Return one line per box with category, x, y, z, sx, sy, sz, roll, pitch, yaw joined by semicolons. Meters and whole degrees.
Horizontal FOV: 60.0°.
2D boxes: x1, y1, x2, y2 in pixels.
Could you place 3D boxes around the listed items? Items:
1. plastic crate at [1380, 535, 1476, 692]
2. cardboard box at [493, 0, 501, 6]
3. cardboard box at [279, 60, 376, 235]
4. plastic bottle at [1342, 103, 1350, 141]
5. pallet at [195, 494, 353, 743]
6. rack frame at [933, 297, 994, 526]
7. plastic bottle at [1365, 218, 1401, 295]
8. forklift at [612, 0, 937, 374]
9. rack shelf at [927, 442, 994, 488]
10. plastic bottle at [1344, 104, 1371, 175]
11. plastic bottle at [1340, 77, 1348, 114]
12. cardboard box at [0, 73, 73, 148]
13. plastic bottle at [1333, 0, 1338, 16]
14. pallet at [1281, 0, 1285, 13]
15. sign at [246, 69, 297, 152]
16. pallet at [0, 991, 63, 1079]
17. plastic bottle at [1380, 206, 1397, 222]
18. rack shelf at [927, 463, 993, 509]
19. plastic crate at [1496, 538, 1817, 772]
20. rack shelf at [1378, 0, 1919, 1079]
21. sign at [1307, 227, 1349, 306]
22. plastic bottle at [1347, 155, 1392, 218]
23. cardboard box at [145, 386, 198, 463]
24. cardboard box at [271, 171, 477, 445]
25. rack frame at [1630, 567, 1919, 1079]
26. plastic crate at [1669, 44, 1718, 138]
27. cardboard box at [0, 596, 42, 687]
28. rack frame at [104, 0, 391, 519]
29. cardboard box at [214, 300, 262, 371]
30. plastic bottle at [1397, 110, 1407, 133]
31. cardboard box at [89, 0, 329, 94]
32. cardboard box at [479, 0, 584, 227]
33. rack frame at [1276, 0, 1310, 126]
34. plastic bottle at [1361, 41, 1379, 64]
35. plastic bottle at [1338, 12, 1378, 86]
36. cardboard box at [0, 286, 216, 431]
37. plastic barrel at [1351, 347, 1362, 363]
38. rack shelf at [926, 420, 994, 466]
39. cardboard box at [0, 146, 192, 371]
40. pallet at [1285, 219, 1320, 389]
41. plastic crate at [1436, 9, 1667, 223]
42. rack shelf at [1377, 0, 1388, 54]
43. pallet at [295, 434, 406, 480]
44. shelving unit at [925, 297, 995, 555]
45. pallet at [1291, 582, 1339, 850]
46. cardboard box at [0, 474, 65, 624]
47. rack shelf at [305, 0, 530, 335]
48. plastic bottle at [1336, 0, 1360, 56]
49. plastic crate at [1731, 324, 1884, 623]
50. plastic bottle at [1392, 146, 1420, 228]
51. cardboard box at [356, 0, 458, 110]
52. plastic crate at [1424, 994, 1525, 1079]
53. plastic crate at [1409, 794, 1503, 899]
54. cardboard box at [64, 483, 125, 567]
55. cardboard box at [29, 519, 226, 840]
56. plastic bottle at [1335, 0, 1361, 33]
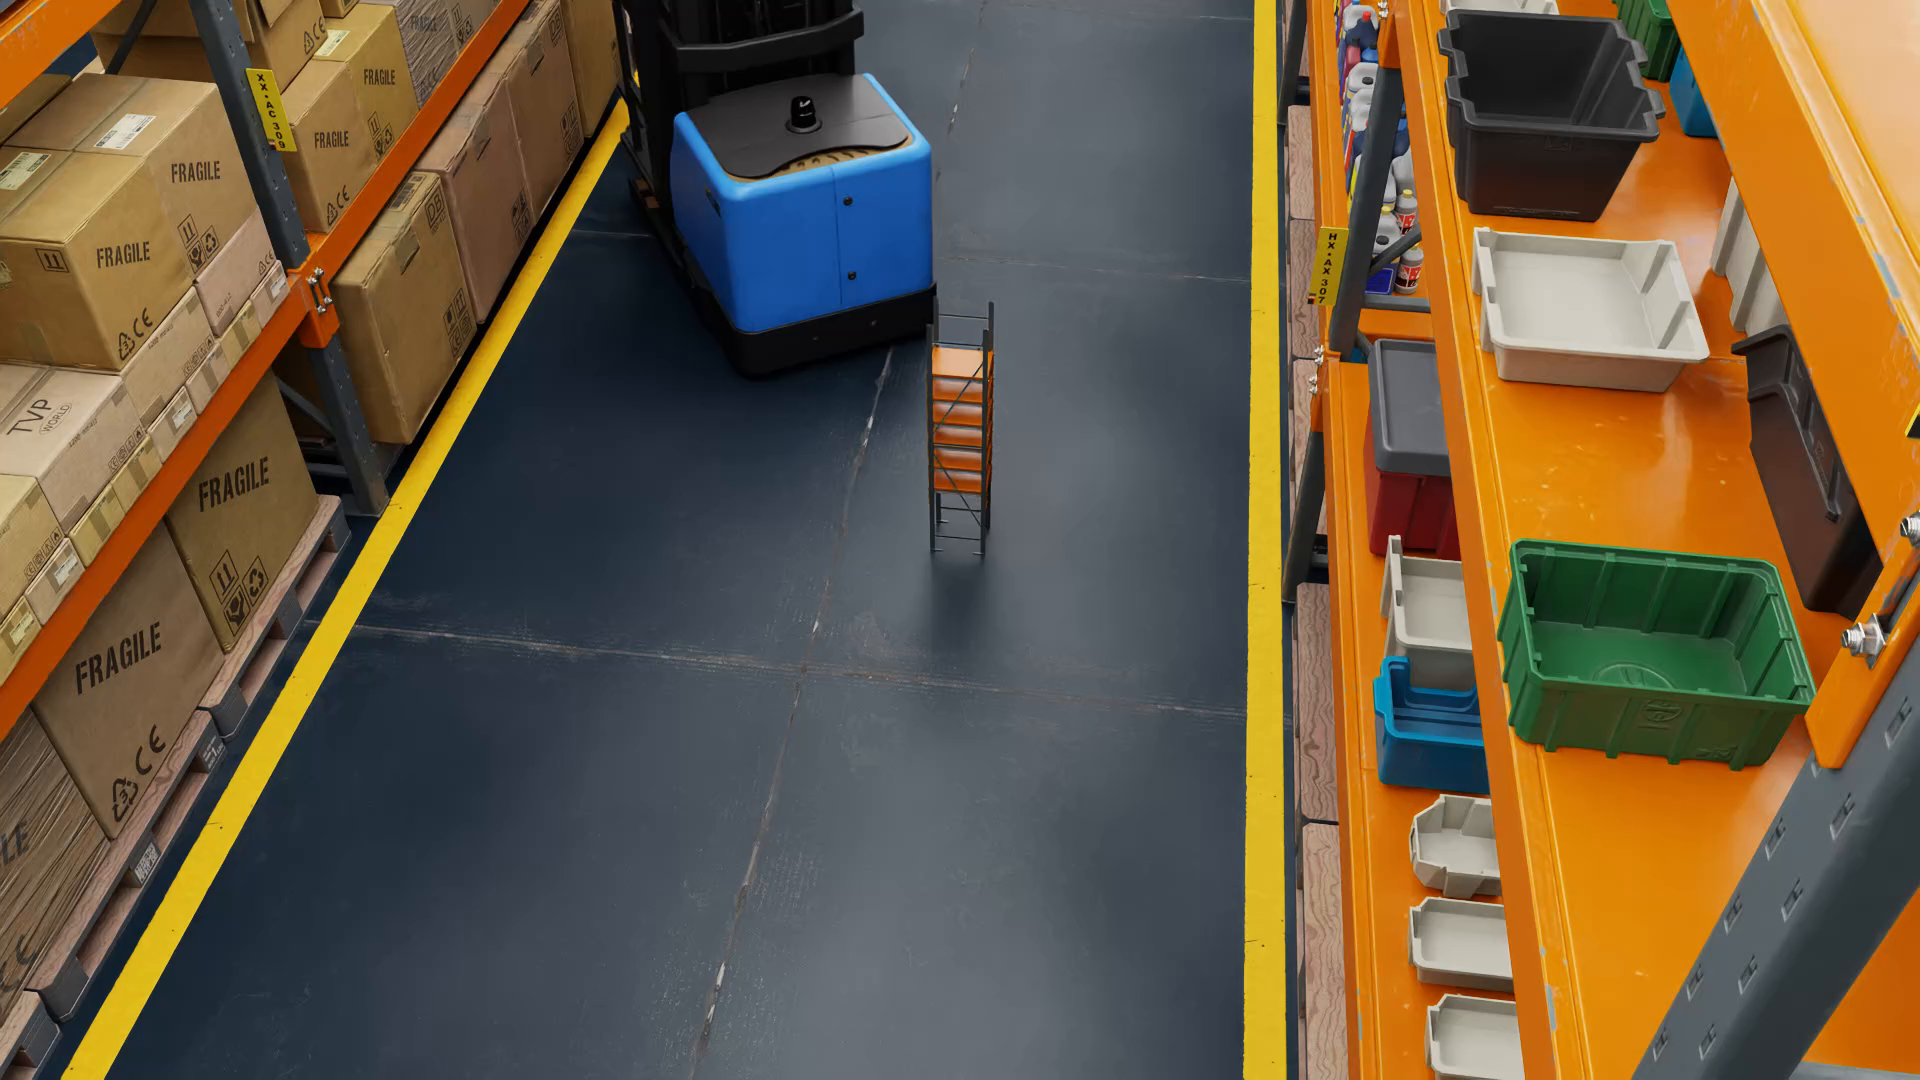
plastic crate;1.469;0.227;4.894;0.437;0.282;0.530;5;44;6
cardboard box;-2.484;-2.979;8.164;0.500;0.500;0.500;4;44;4
cardboard box;-2.748;-1.596;6.703;0.500;0.500;0.500;5;44;6
plastic bottle;1.706;-1.810;7.147;0.097;0.201;0.097;0;43;0
pallet;-3.234;0.255;6.849;1.003;0.211;1.213;5;44;6
rack frame;0.014;-0.508;6.936;0.240;1.200;0.006;5;44;6
plastic bottle;1.585;-1.071;6.312;0.152;0.276;0.135;5;44;6
forklift;-1.176;-2.885;8.187;1.130;2.935;3.031;-17;46;-17
rack shelf;0.002;-0.326;6.983;0.258;0.103;0.180;5;44;6
plastic bottle;1.700;-1.664;6.938;0.152;0.276;0.135;5;44;6
plastic bottle;1.737;-1.968;7.314;0.097;0.201;0.097;0;43;0
cardboard box;-3.373;-1.291;5.802;0.500;0.500;0.500;5;44;6
plastic bottle;1.850;-2.677;8.002;0.061;0.283;0.133;5;44;6
pallet;2.687;-3.885;11.222;1.003;0.211;1.213;5;44;6
sign;-2.506;-1.562;6.053;0.100;0.325;0.005;5;44;6
pallet;-3.557;1.918;5.093;1.003;0.211;1.213;5;44;6
plastic bottle;1.651;-1.211;6.514;0.097;0.201;0.097;0;43;0
rack shelf;0.002;-0.239;7.066;0.258;0.103;0.180;5;44;6
plastic crate;1.172;0.197;2.855;0.450;0.188;0.336;5;44;6
rack shelf;1.589;-0.283;3.731;1.077;0.370;4.000;5;44;6
sign;1.308;-0.970;5.914;0.100;0.325;0.005;5;44;6
plastic bottle;1.651;-1.457;6.665;0.144;0.351;0.185;5;44;6
cardboard box;-2.874;-0.414;5.711;0.380;0.149;0.250;6;44;6
cardboard box;-2.991;-1.088;7.479;1.225;0.875;0.875;5;44;6
rack frame;1.321;-0.271;1.013;0.949;2.616;0.053;5;44;6
plastic crate;2.049;-1.197;4.295;0.416;0.233;0.300;5;44;6
cardboard box;-3.009;0.288;4.969;0.380;0.149;0.250;4;44;4
rack frame;-3.056;-1.269;6.430;1.000;3.000;0.127;5;44;6
cardboard box;-2.806;-0.764;6.080;0.380;0.149;0.250;6;44;6
plastic bottle;1.826;-1.664;6.941;0.097;0.271;0.097;0;43;0
cardboard box;-2.980;-2.105;6.512;0.797;0.503;0.637;4;44;4
cardboard box;-2.765;-2.300;8.760;1.225;0.875;0.875;5;44;6
rack frame;2.382;-3.544;8.834;1.000;3.000;0.127;5;44;6
plastic bottle;1.815;-2.079;7.380;0.097;0.271;0.097;0;43;0
plastic bottle;1.796;-2.207;7.458;0.144;0.351;0.185;5;44;6
cardboard box;-2.920;-0.644;5.664;0.500;0.250;0.500;6;44;7
plastic barrel;2.036;-1.061;7.431;0.600;0.901;0.708;5;44;6
rack shelf;0.002;-0.413;6.901;0.258;0.103;0.180;5;44;6
cardboard box;-2.922;-0.916;5.405;0.500;0.500;0.500;6;44;6
pallet;2.156;-1.162;8.346;1.003;0.211;1.213;5;44;6
plastic crate;1.417;-1.038;4.101;0.497;0.269;0.590;5;44;6
rack shelf;2.118;-3.009;6.610;1.077;0.370;4.000;5;44;6
pallet;-3.029;-0.789;7.952;1.003;0.211;1.213;5;44;6
shelving unit;0.002;-0.446;6.870;0.258;1.200;0.189;5;44;6
pallet;1.795;0.699;6.381;1.003;0.211;1.213;5;44;6
cardboard box;-3.058;0.048;4.932;0.500;0.250;0.500;4;44;5
rack shelf;-2.792;-2.370;8.117;1.077;0.370;4.000;5;44;6
plastic bottle;1.809;-2.369;7.686;0.097;0.271;0.097;0;43;0
plastic crate;1.799;-0.175;3.139;0.504;0.338;0.767;5;44;6
plastic bottle;1.793;-1.444;6.651;0.144;0.351;0.185;5;44;6
cardboard box;-2.615;-2.279;7.425;0.500;0.500;0.500;4;44;5
plastic crate;1.306;1.213;3.957;0.396;0.136;0.243;5;44;6
plastic crate;1.339;0.818;4.375;0.298;0.136;0.250;5;44;6
cardboard box;-2.941;-0.064;5.341;0.380;0.149;0.250;5;44;5
cardboard box;-3.342;0.406;5.901;0.875;0.875;0.875;5;44;6
plastic bottle;1.840;-2.526;7.852;0.097;0.271;0.097;0;43;0
